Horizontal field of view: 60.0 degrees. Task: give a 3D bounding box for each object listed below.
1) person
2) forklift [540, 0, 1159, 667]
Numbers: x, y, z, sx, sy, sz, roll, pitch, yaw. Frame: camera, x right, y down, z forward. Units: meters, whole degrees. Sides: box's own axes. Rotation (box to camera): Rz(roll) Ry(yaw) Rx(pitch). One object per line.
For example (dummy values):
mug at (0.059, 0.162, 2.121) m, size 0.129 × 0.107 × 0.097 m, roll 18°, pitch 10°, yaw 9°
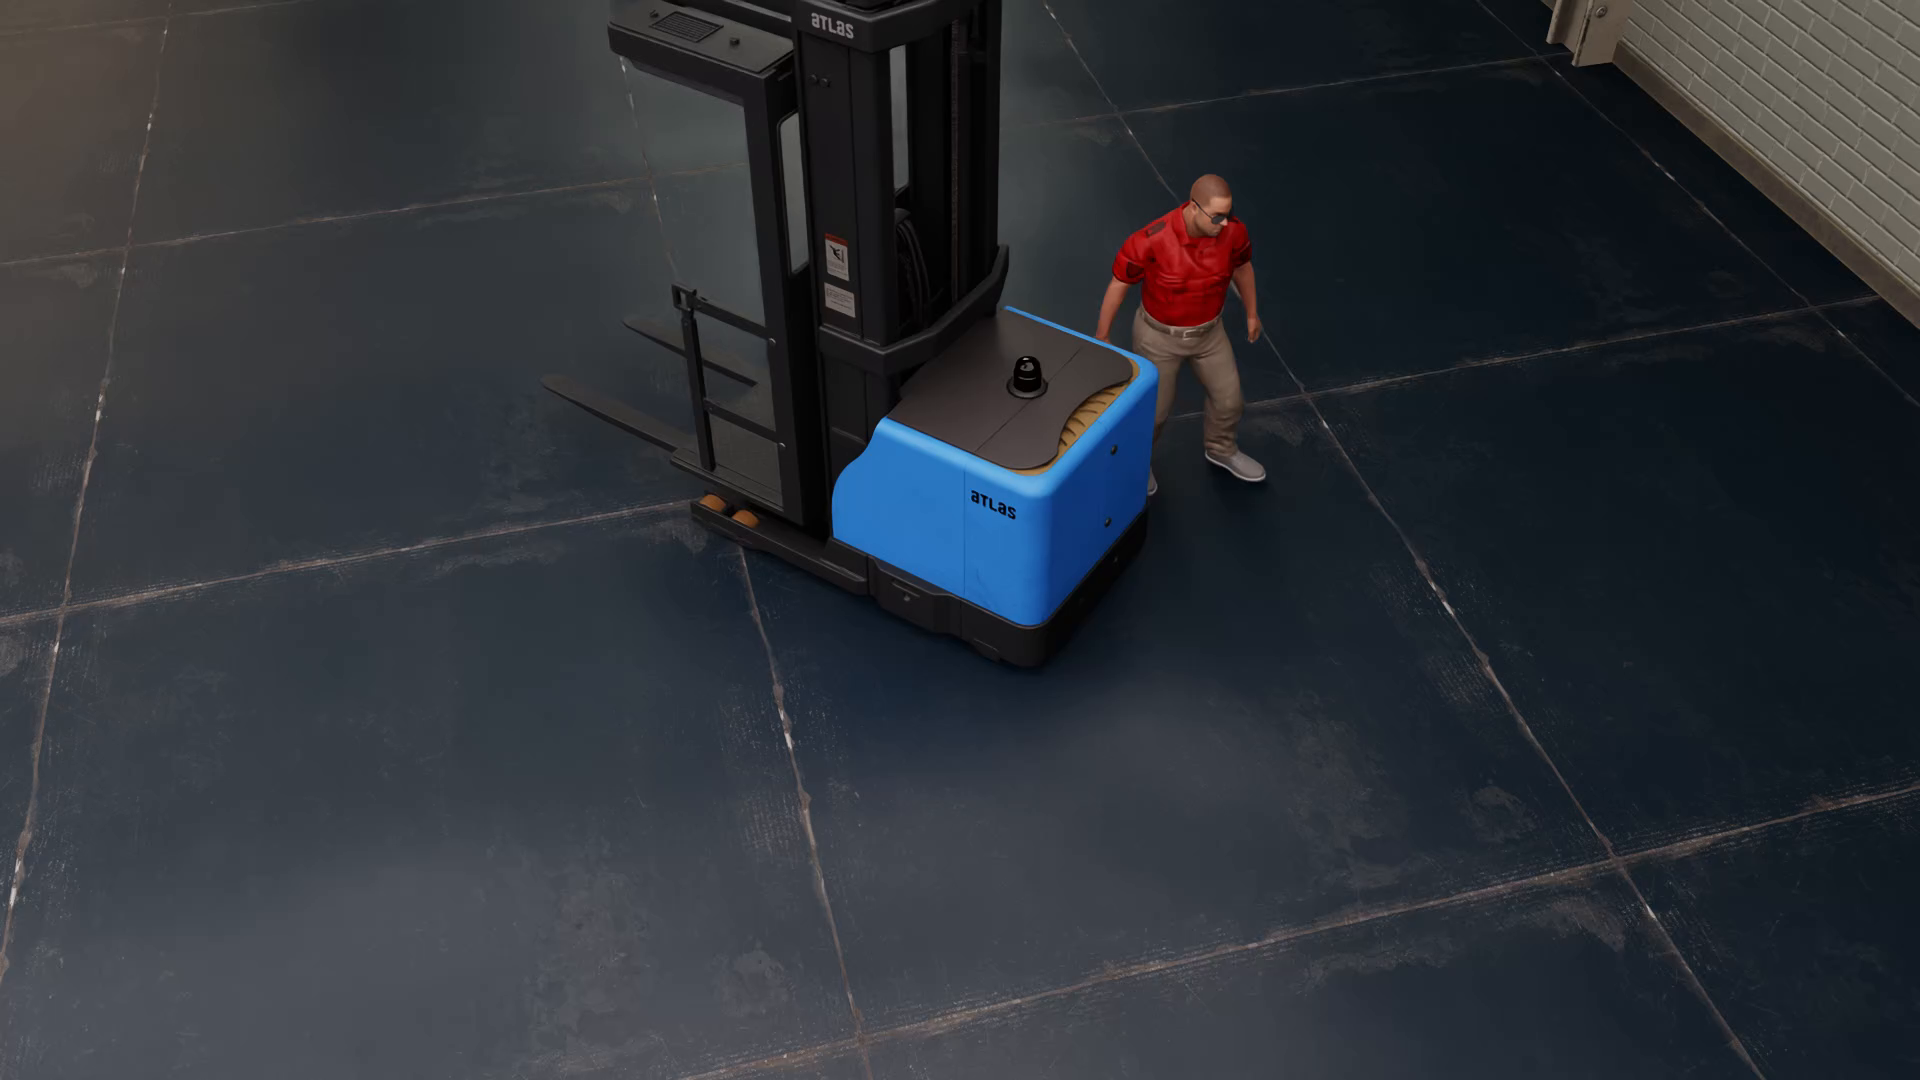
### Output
person at (1.035, -0.938, 7.541) m, size 0.858 × 1.701 × 0.390 m, roll -11°, pitch 45°, yaw -12°
forklift at (-0.654, -1.316, 7.037) m, size 3.031 × 2.935 × 1.130 m, roll 24°, pitch 49°, yaw 24°
